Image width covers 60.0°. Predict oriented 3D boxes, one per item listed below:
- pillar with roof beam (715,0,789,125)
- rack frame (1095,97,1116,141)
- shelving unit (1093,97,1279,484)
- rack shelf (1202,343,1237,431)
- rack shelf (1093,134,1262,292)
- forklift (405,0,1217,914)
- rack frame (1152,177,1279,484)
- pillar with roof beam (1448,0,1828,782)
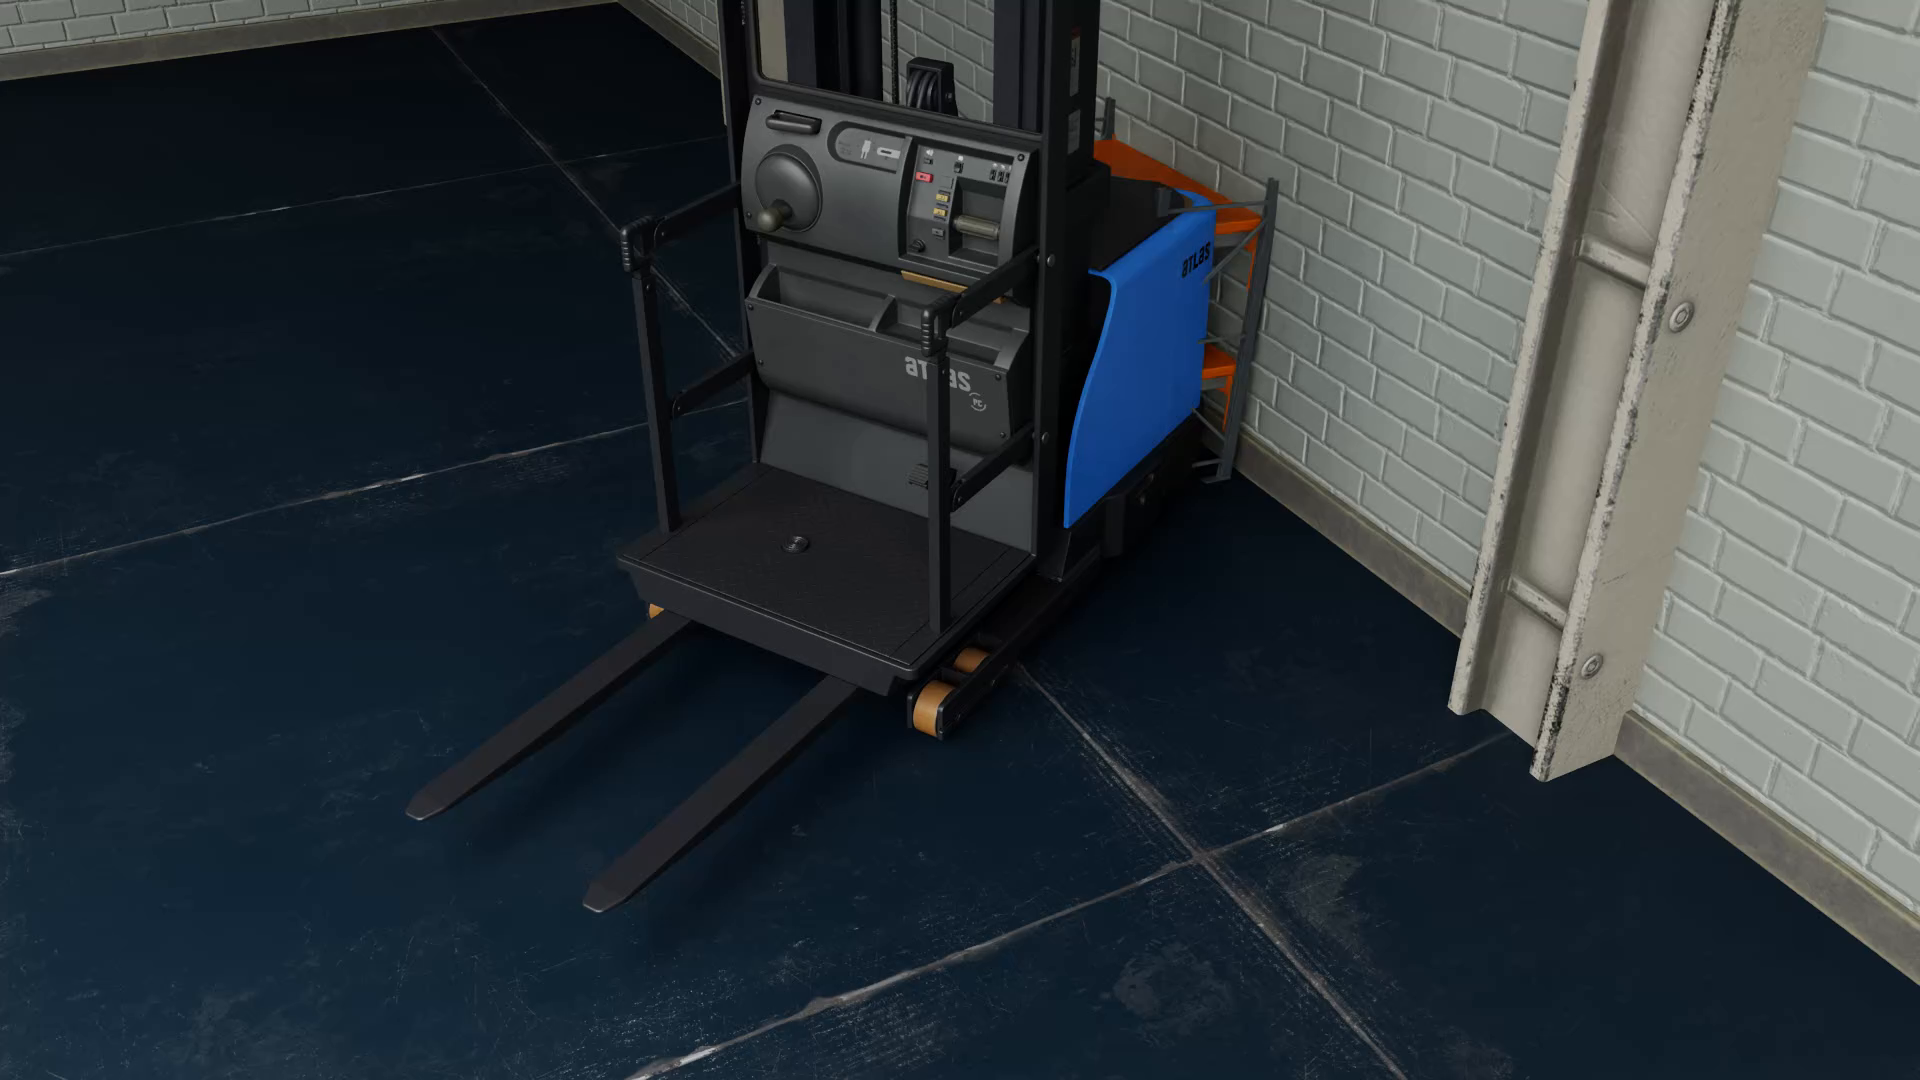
[{"bbox_3d":[-4.922,-5.019,5.243,9.100,9.000,0.400,-16,36,-23],"label":"pillar with roof beam"},{"bbox_3d":[0.334,-1.150,6.487,0.500,1.125,0.032,-11,33,-26],"label":"rack frame"},{"bbox_3d":[0.572,-0.914,6.105,0.538,1.125,1.048,-11,33,-26],"label":"shelving unit"},{"bbox_3d":[0.552,-0.702,6.224,0.538,0.278,1.000,-11,33,-26],"label":"rack shelf"},{"bbox_3d":[0.595,-1.169,5.962,0.538,0.278,1.000,-11,33,-26],"label":"rack shelf"},{"bbox_3d":[-0.335,-0.946,4.510,1.130,2.935,3.031,19,37,27],"label":"forklift"},{"bbox_3d":[0.810,-0.678,5.723,0.500,1.125,0.032,-11,33,-26],"label":"rack frame"},{"bbox_3d":[-2.124,-2.156,0.773,9.100,9.000,0.400,-16,36,-23],"label":"pillar with roof beam"}]
